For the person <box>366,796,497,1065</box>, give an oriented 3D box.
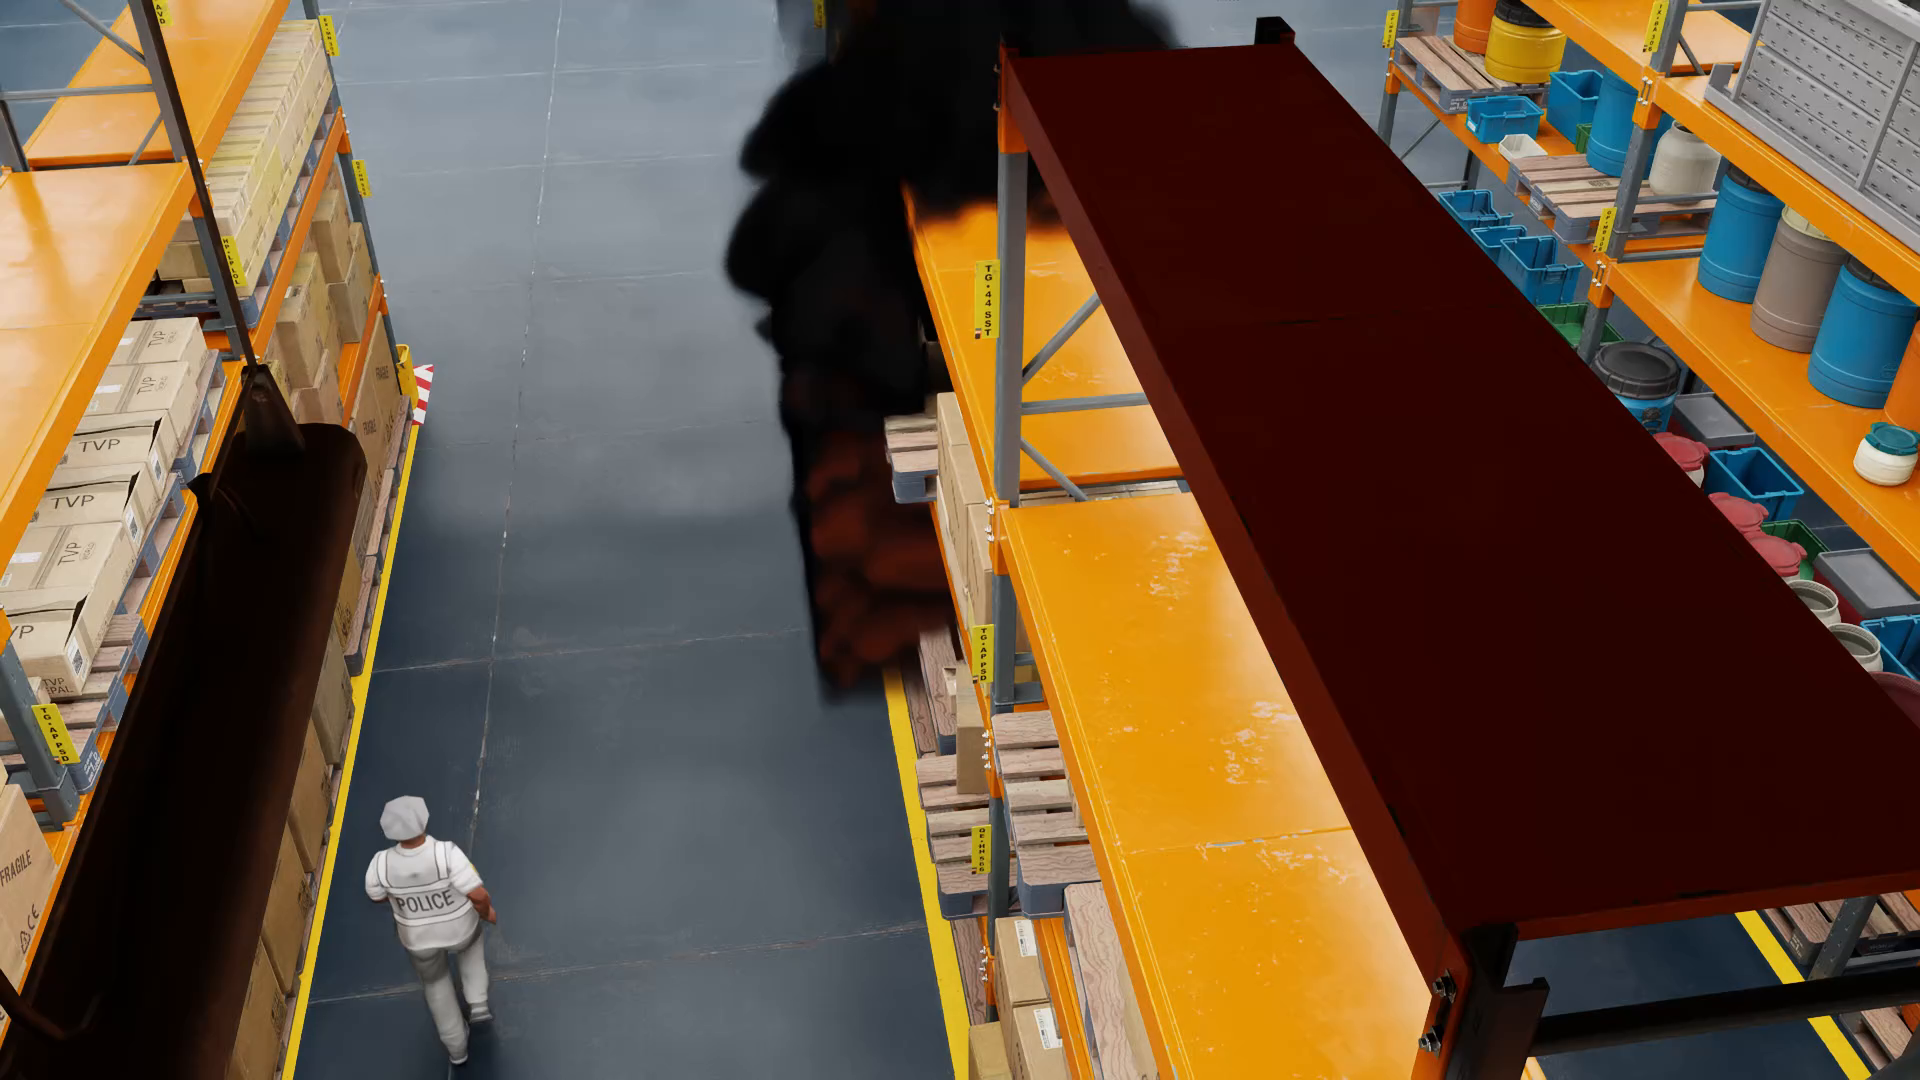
[{"bbox_3d":[-2.870,2.064,9.161,0.637,1.738,0.741,-9,37,-12],"label":"person"}]
